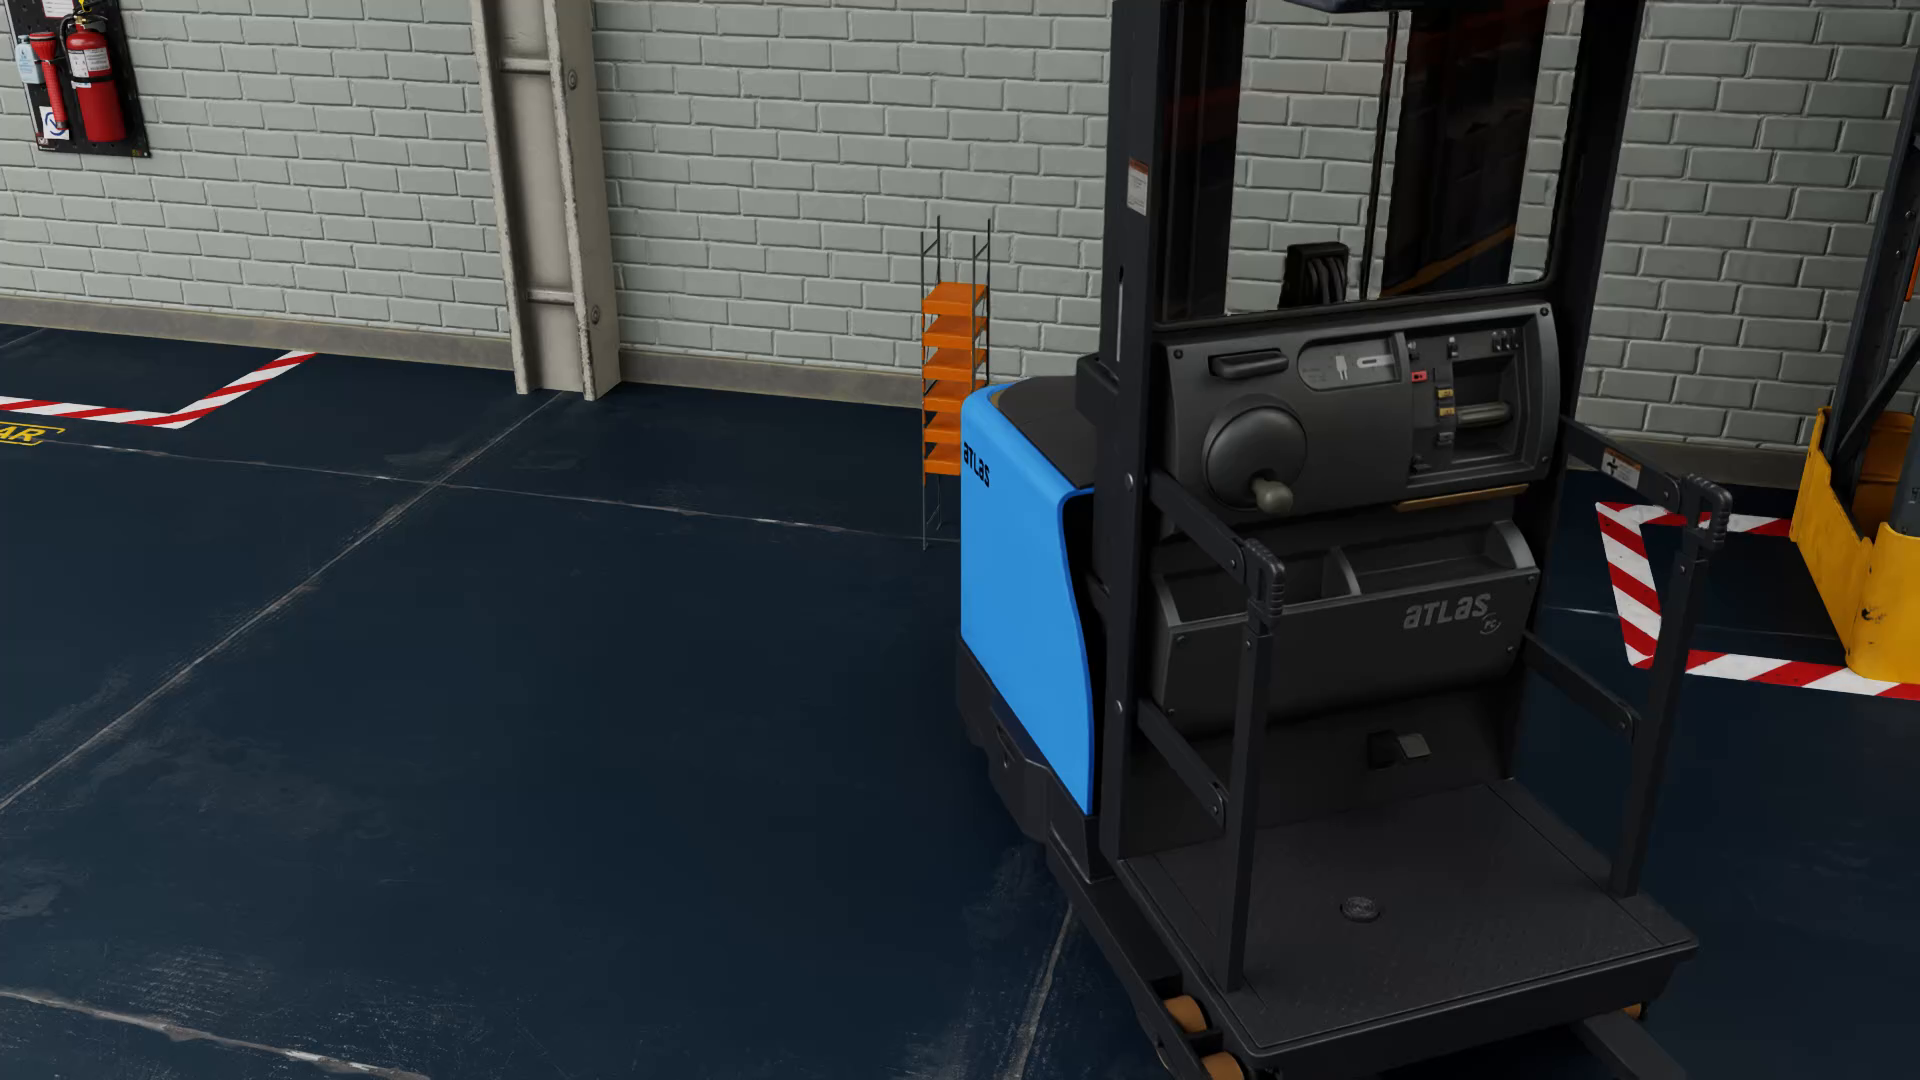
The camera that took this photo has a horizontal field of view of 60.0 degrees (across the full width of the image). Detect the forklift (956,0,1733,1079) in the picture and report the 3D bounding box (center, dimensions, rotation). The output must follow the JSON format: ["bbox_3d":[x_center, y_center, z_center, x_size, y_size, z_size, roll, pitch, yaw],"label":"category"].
[{"bbox_3d":[0.940,-0.248,3.361,1.130,2.935,3.031,-8,27,-17],"label":"forklift"}]

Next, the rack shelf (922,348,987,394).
[{"bbox_3d":[-0.014,-0.612,5.963,0.180,0.103,0.258,6,26,13],"label":"rack shelf"}]

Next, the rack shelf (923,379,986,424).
[{"bbox_3d":[-0.014,-0.503,6.014,0.180,0.103,0.258,6,26,13],"label":"rack shelf"}]

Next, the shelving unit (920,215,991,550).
[{"bbox_3d":[-0.014,-0.543,5.995,0.189,1.200,0.258,6,26,13],"label":"shelving unit"}]

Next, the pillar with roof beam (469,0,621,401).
[{"bbox_3d":[-2.890,-2.991,2.064,0.400,9.000,9.100,6,26,13],"label":"pillar with roof beam"}]

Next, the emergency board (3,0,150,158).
[{"bbox_3d":[-4.202,-2.355,7.707,0.643,1.169,0.194,6,26,13],"label":"emergency board"}]

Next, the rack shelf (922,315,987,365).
[{"bbox_3d":[-0.014,-0.720,5.911,0.180,0.103,0.258,6,26,13],"label":"rack shelf"}]

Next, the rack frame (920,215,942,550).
[{"bbox_3d":[-0.103,-0.553,6.016,0.006,1.200,0.240,6,26,13],"label":"rack frame"}]

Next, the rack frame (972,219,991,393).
[{"bbox_3d":[0.075,-0.533,5.975,0.006,1.200,0.240,6,26,13],"label":"rack frame"}]

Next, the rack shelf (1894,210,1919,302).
[{"bbox_3d":[5.037,-0.608,4.875,4.000,0.370,1.077,6,26,13],"label":"rack shelf"}]

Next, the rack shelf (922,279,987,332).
[{"bbox_3d":[-0.014,-0.828,5.860,0.180,0.103,0.258,6,26,13],"label":"rack shelf"}]

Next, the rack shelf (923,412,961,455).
[{"bbox_3d":[-0.014,-0.395,6.066,0.180,0.103,0.258,6,26,13],"label":"rack shelf"}]

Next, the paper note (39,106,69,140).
[{"bbox_3d":[-4.356,-2.005,7.997,0.142,0.148,0.016,6,26,13],"label":"paper note"}]

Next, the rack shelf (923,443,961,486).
[{"bbox_3d":[-0.014,-0.286,6.118,0.180,0.103,0.258,6,26,13],"label":"rack shelf"}]

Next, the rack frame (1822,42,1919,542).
[{"bbox_3d":[3.100,-1.147,5.170,0.127,3.000,1.000,6,26,13],"label":"rack frame"}]
